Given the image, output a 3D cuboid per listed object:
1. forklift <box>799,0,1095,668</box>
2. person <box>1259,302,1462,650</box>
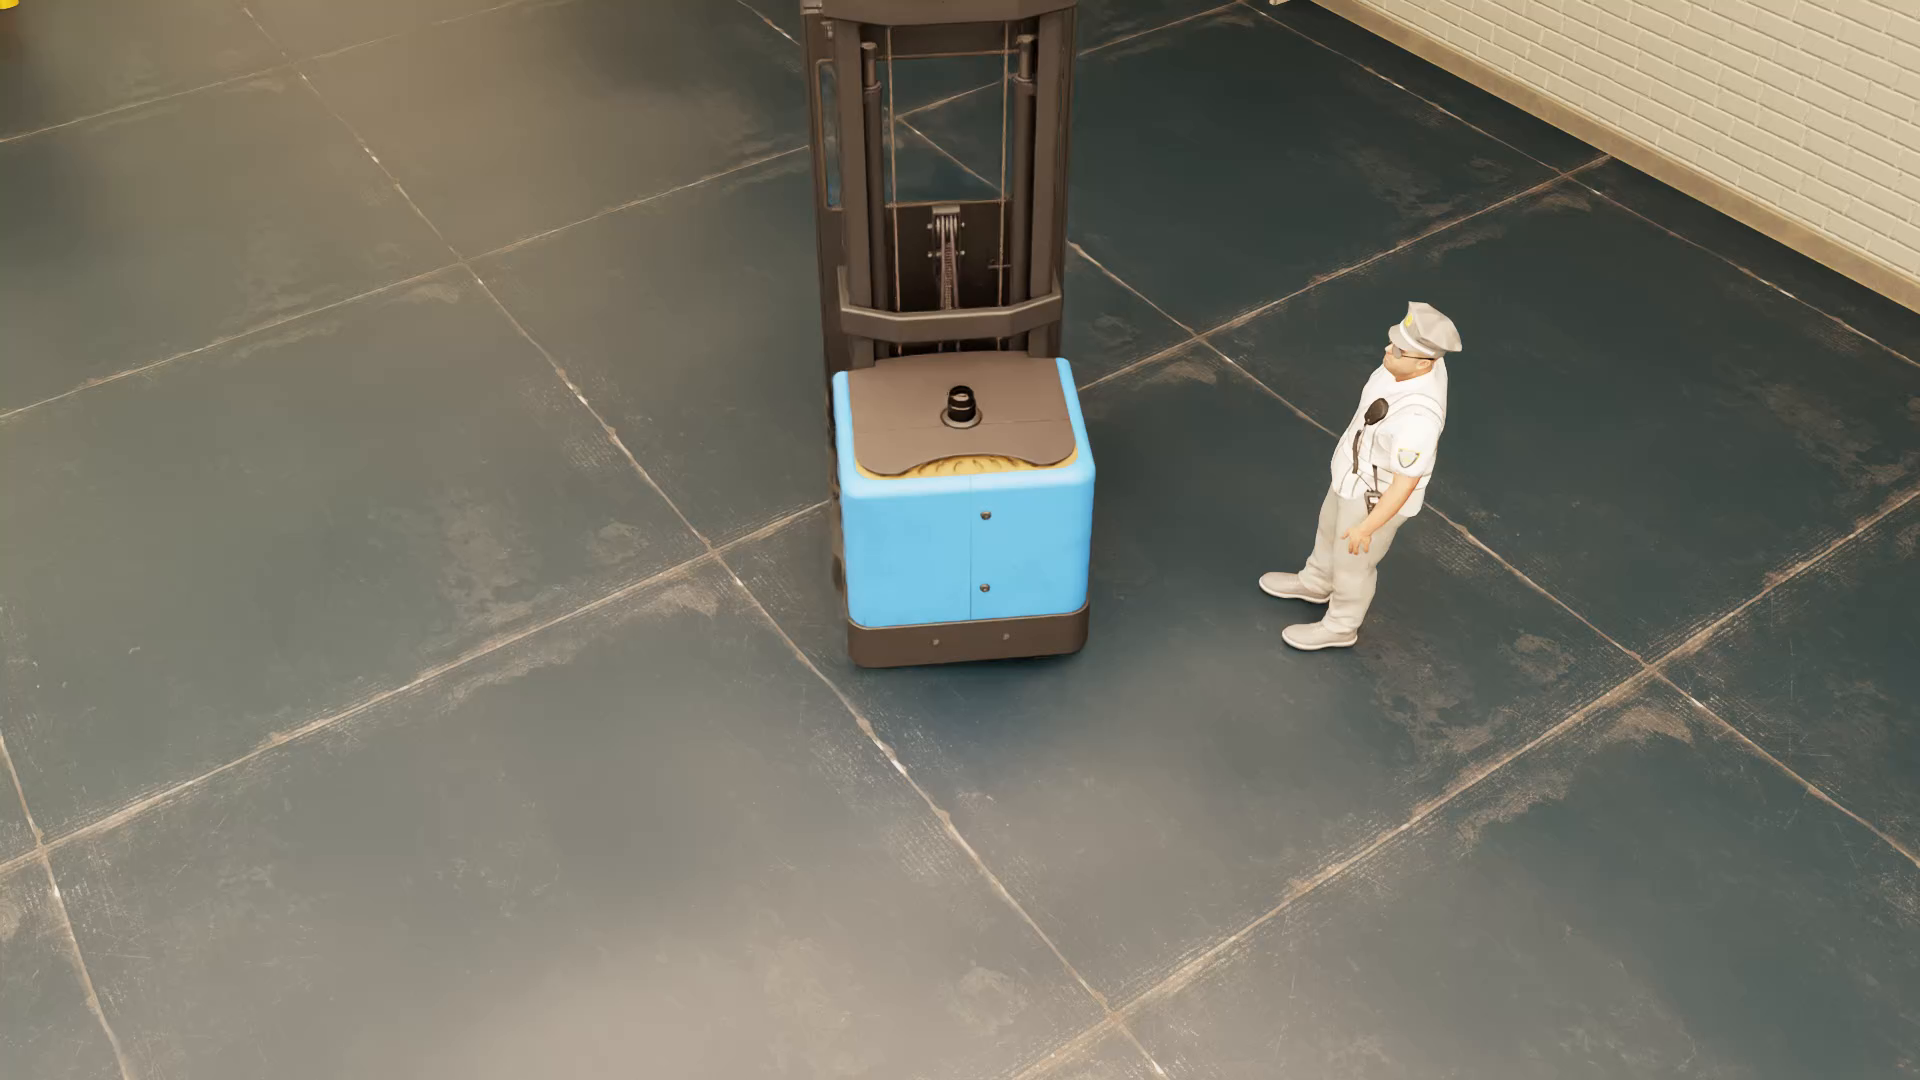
[{"bbox_3d":[-0.109,-1.522,7.367,1.130,2.935,3.031,-4,43,-4],"label":"forklift"},{"bbox_3d":[1.616,-0.244,6.818,0.576,1.781,0.640,6,43,7],"label":"person"}]
